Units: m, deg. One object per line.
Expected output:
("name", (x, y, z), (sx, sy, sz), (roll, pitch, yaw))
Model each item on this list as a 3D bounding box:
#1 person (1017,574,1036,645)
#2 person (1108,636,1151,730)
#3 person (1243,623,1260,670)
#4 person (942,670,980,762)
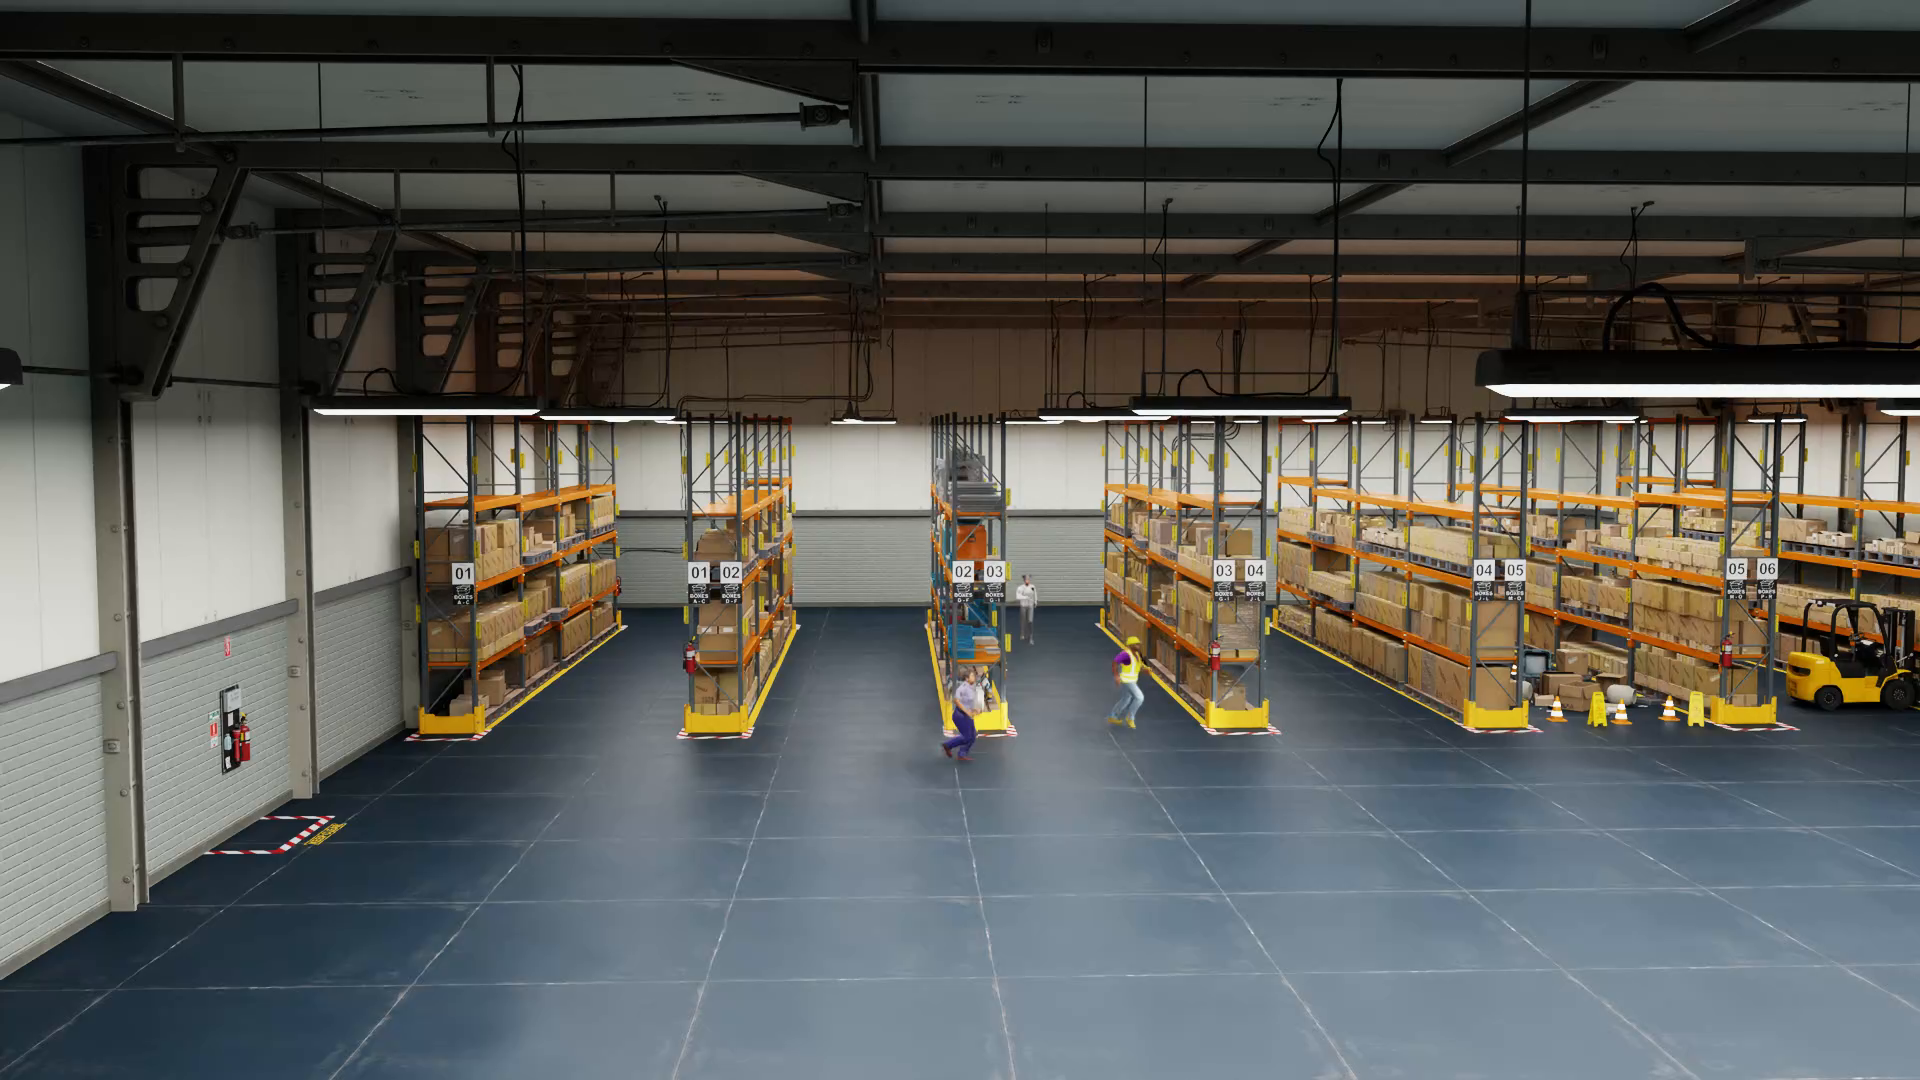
("person", (1.698, 1.743, 42.121), (0.586, 1.793, 0.793), (-1, 4, -12))
("person", (3.204, 2.712, 31.616), (0.837, 1.774, 0.636), (2, 4, 25))
("person", (6.754, 2.223, 39.461), (0.684, 1.618, 1.131), (0, 4, 1))
("person", (0.005, 3.006, 28.460), (0.593, 1.582, 0.607), (1, 4, 18))
